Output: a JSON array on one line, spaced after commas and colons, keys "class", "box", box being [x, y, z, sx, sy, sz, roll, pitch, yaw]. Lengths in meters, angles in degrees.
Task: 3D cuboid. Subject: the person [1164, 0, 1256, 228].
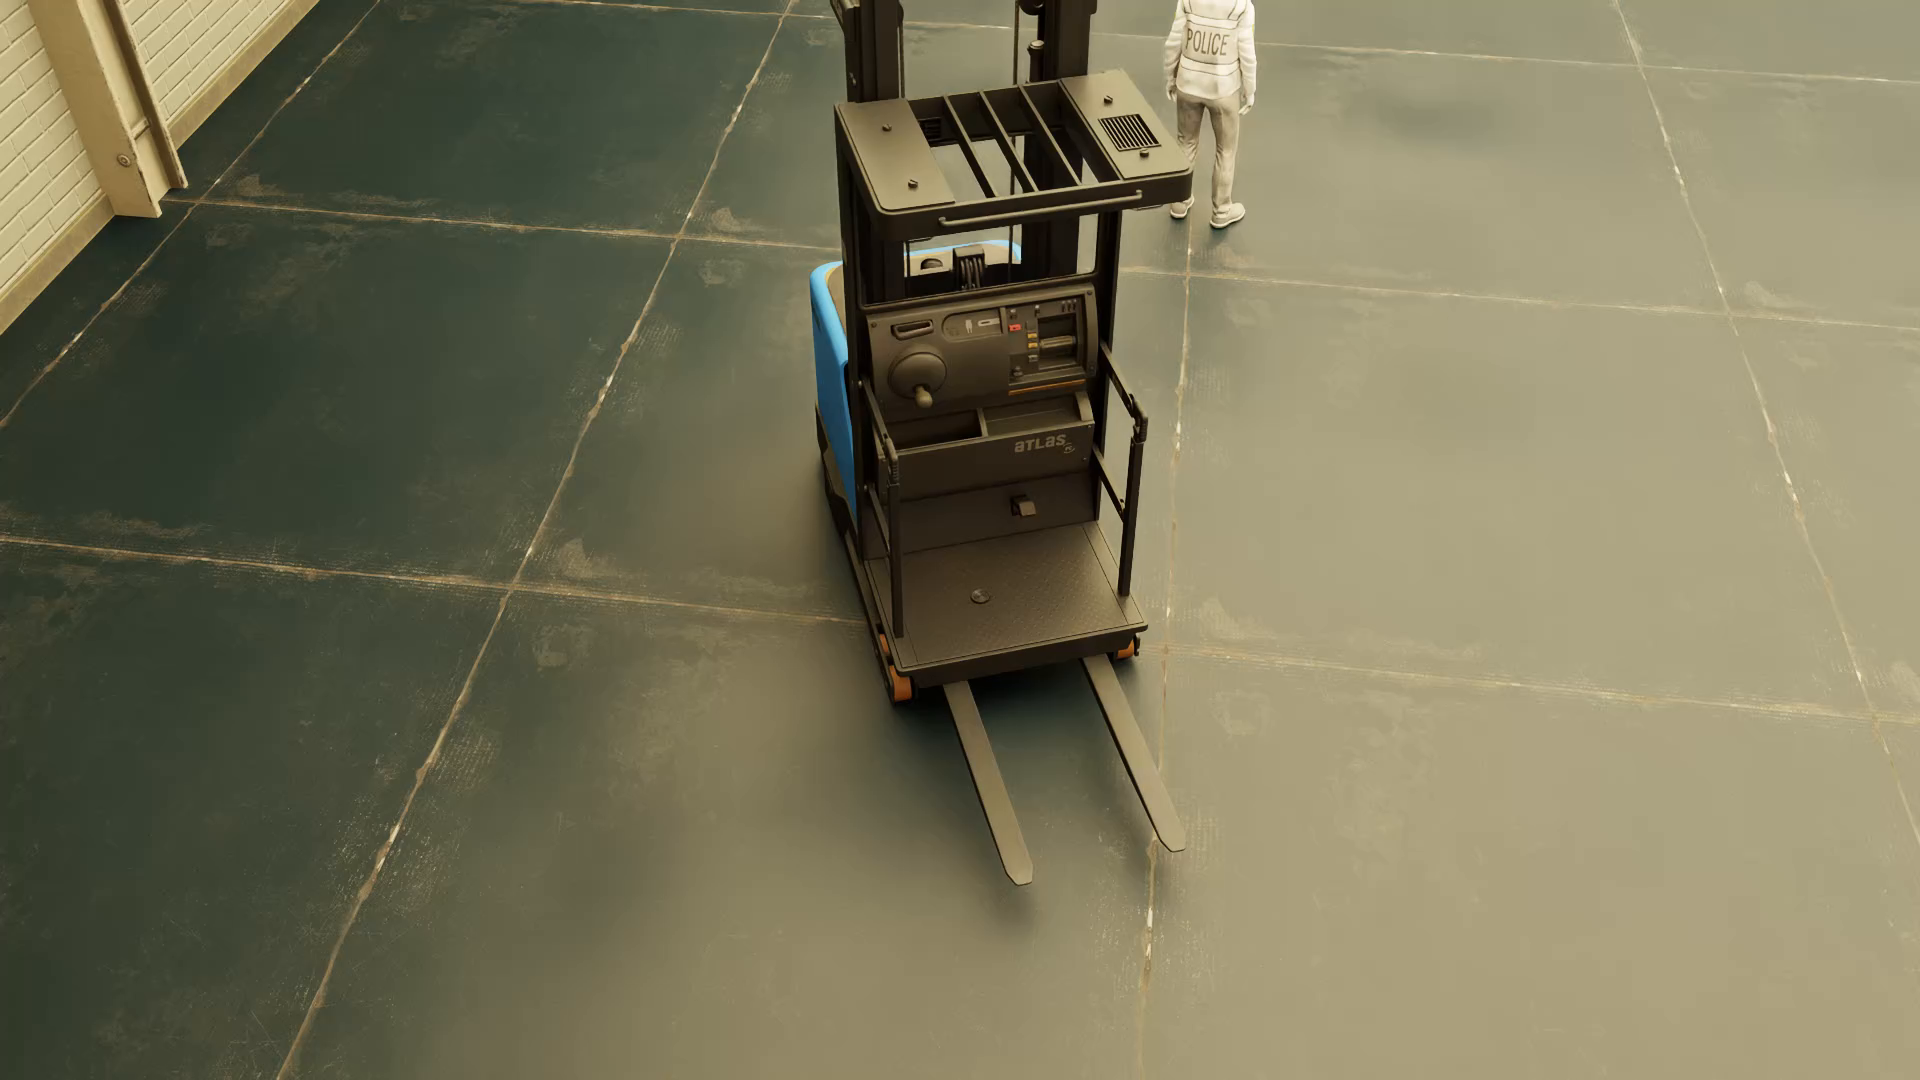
[{"class": "person", "box": [1.420, -2.578, 9.468, 0.547, 1.665, 0.374, 17, 45, 18]}]

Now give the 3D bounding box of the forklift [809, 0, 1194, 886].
[{"class": "forklift", "box": [0.153, -0.681, 6.465, 1.130, 2.935, 3.031, -10, 44, -11]}]
